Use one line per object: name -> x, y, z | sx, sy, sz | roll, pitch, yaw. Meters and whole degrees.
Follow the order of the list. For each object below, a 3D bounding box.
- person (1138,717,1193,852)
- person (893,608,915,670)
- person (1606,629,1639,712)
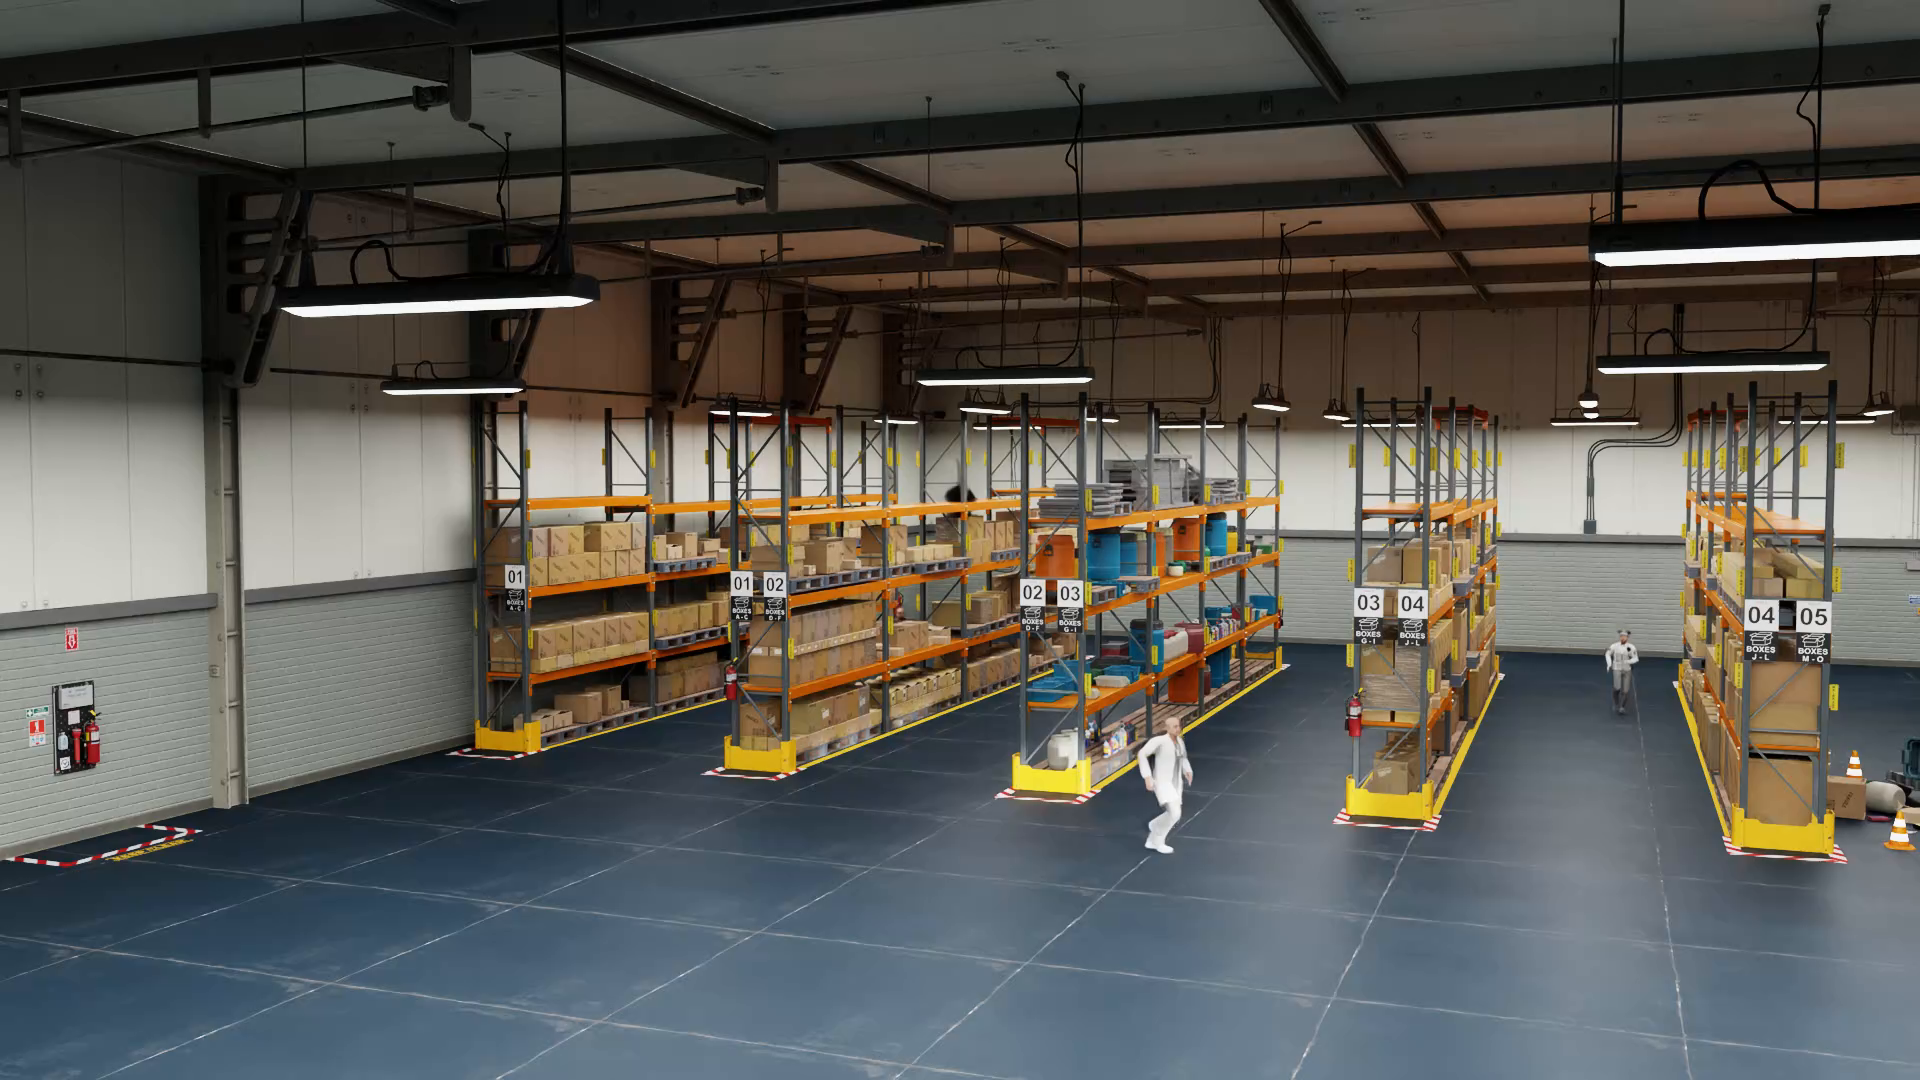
person -> 2.603, 3.110, 21.073 | 0.795, 1.738, 0.600 | -2, 4, -39
person -> -1.282, 2.350, 37.424 | 0.701, 1.665, 0.855 | 1, 3, 11
person -> 12.987, 2.567, 32.602 | 0.576, 1.655, 0.620 | 1, 3, 16
